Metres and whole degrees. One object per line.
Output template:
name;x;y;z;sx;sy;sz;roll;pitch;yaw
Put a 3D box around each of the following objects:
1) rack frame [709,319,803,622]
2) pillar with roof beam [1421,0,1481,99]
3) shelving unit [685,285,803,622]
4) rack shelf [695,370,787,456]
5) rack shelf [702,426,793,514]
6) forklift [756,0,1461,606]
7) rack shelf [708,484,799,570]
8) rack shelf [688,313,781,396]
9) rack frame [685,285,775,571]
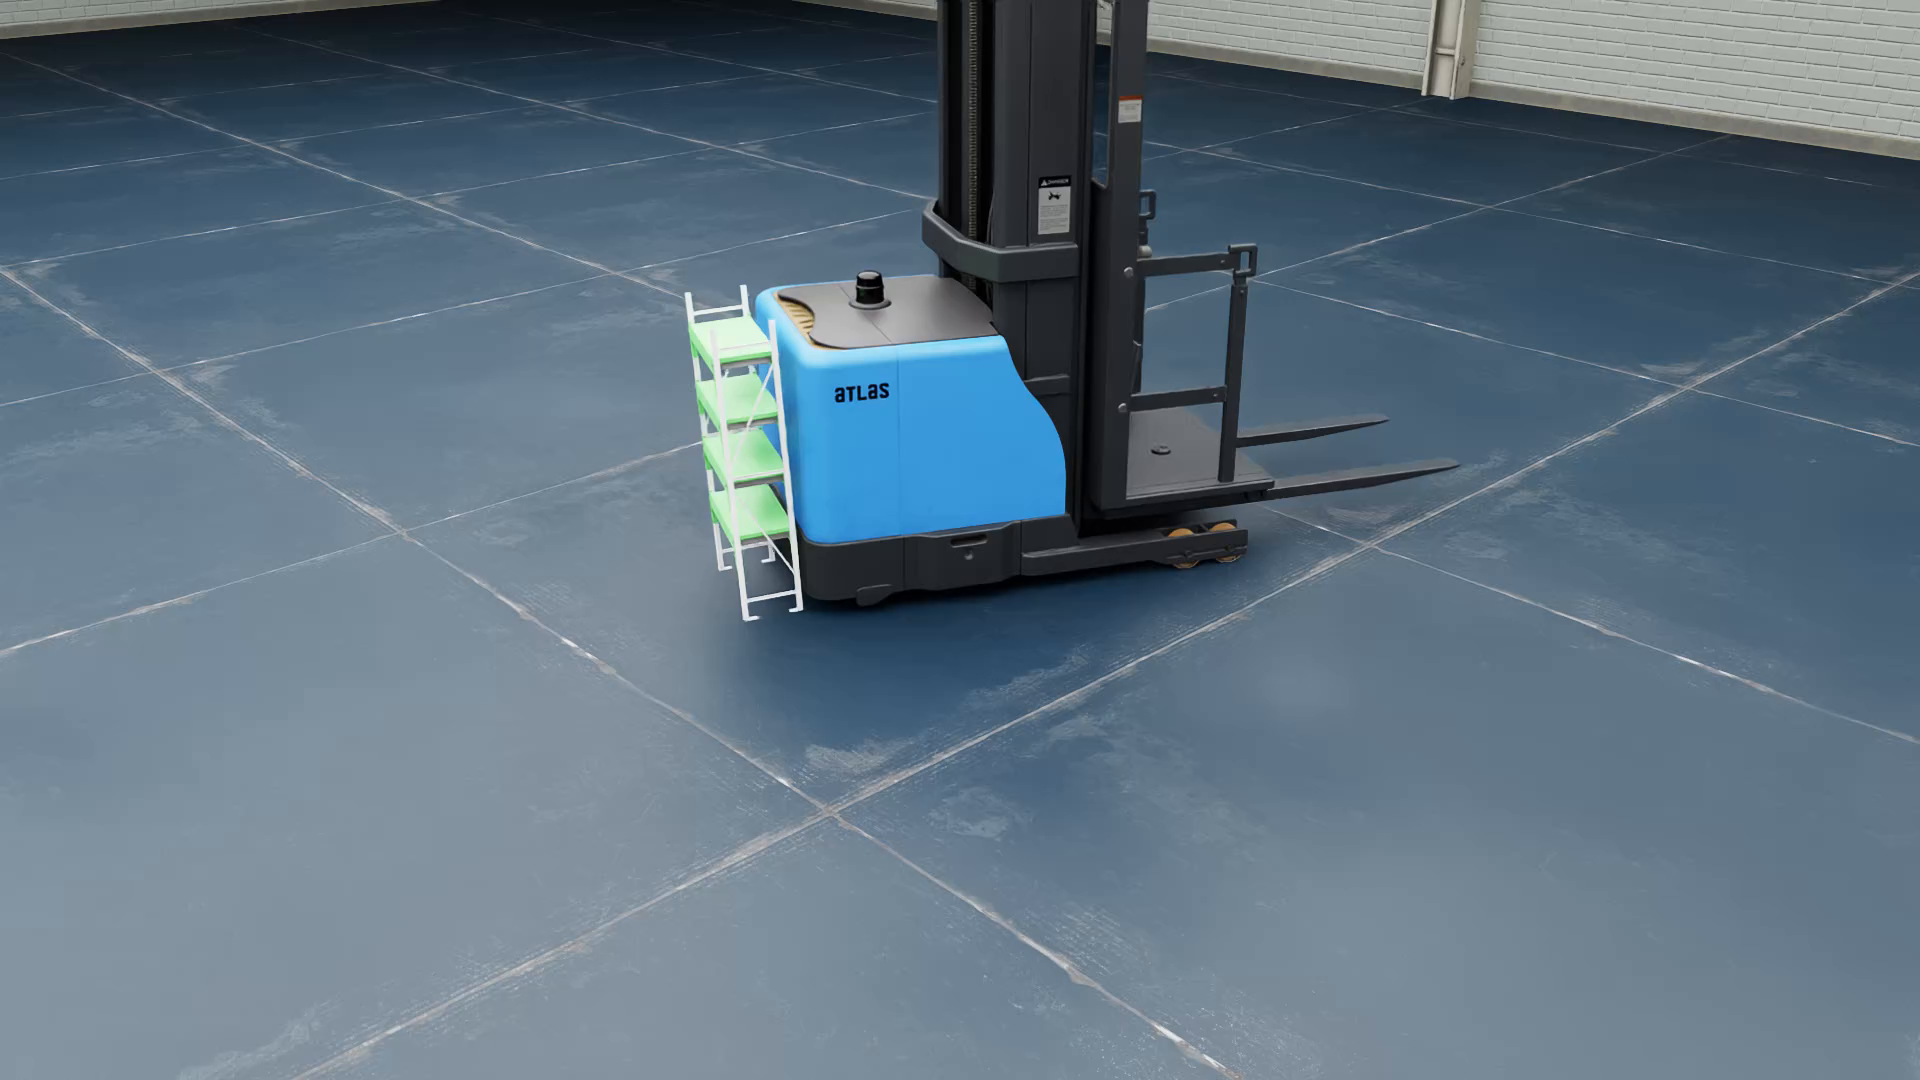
rack frame;-0.766;-0.244;6.325;0.240;1.200;0.015;-11;26;-16
pillar with roof beam;1.969;-7.555;12.970;9.100;9.000;0.400;-21;32;-38
shelving unit;-0.845;-0.340;6.535;0.258;1.200;0.503;-11;26;-16
rack shelf;-0.854;-0.499;6.459;0.258;0.148;0.480;-11;26;-16
rack shelf;-0.842;-0.283;6.562;0.258;0.148;0.480;-11;26;-16
forklift;0.705;-1.413;6.816;3.031;2.935;1.130;-7;26;-16
rack shelf;-0.831;-0.066;6.665;0.258;0.148;0.480;-11;26;-16
rack shelf;-0.865;-0.716;6.356;0.258;0.148;0.480;-11;26;-16
rack frame;-0.925;-0.436;6.745;0.240;1.200;0.015;-11;26;-16
